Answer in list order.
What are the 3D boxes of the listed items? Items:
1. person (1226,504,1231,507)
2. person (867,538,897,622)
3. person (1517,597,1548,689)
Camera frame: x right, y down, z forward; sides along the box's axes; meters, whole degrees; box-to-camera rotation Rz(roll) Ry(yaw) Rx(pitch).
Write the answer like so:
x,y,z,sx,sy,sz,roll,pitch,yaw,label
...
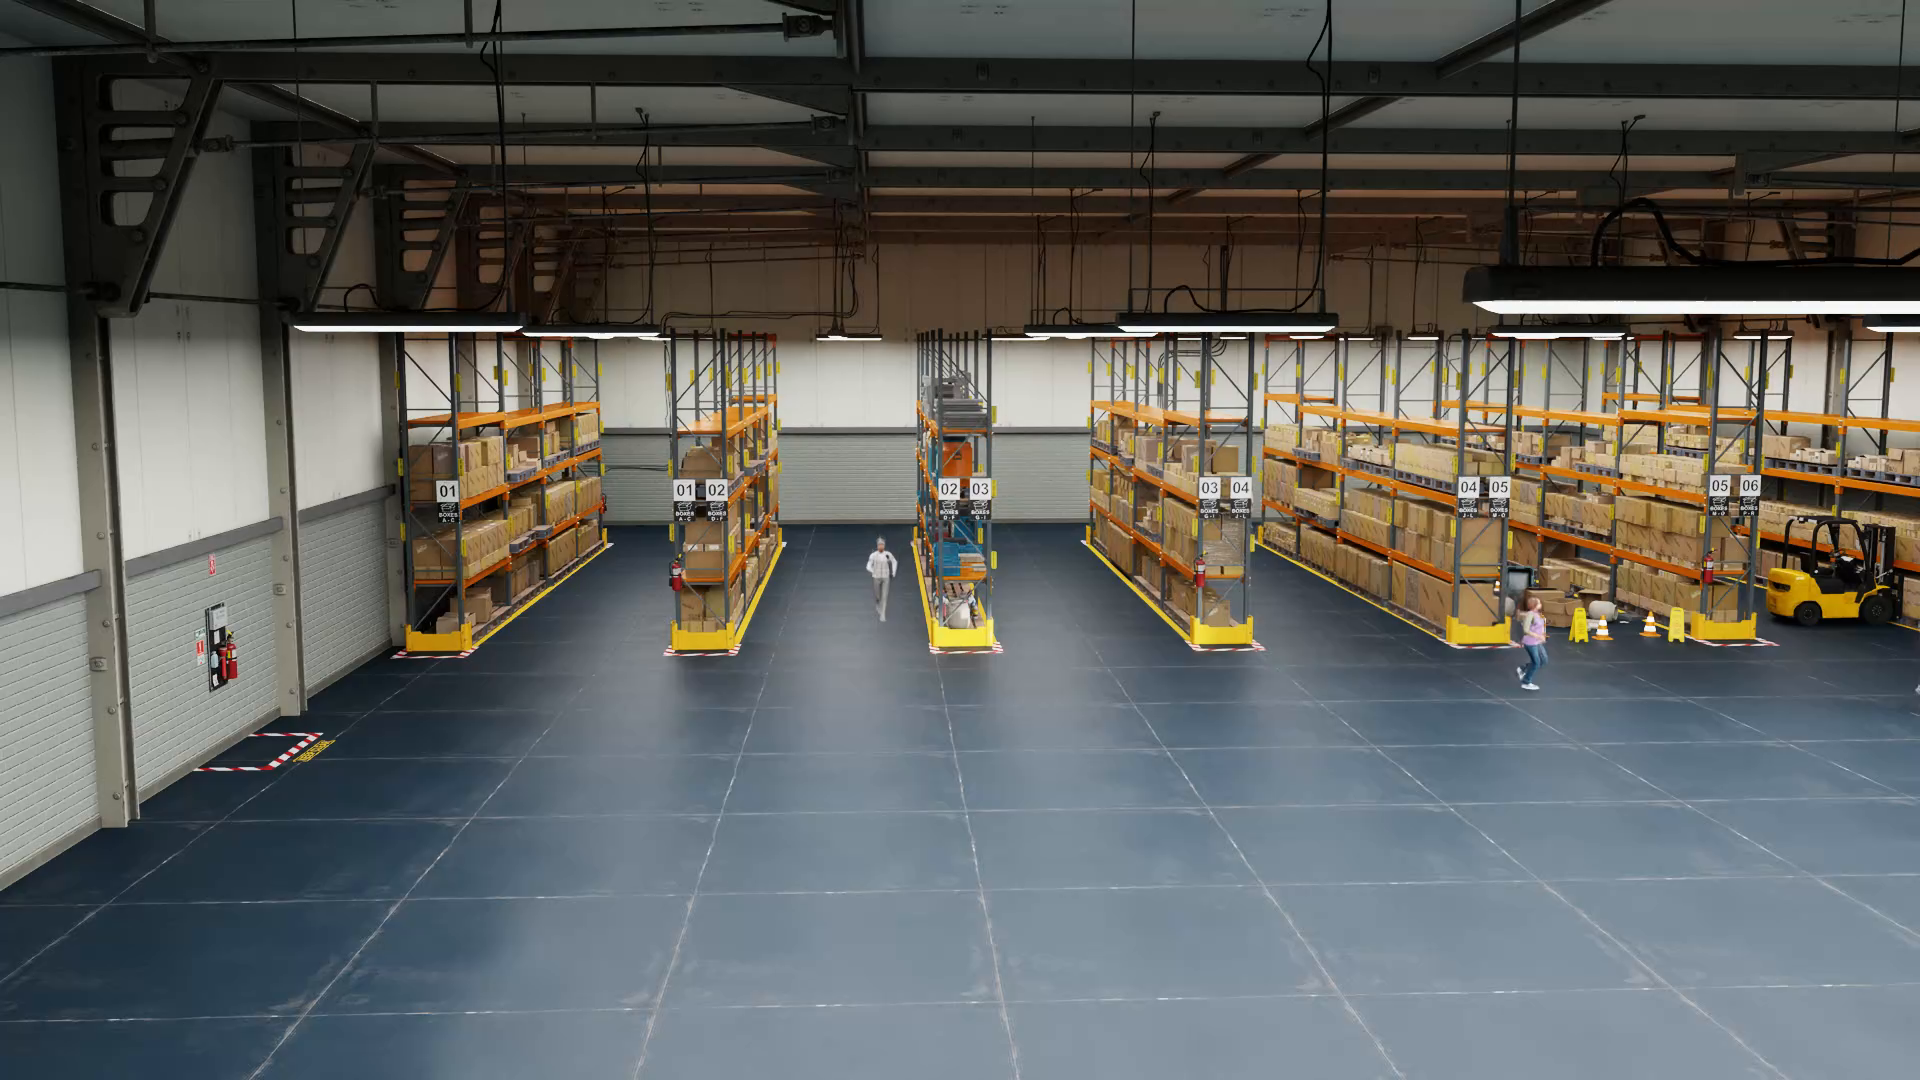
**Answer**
x,y,z,sx,sy,sz,roll,pitch,yaw,label
7.902,-0.864,48.835,0.877,1.648,0.642,-3,7,-20,person
-1.603,0.791,34.259,0.630,1.673,0.913,0,7,-2,person
9.492,1.756,27.556,0.530,1.462,0.512,5,8,35,person
